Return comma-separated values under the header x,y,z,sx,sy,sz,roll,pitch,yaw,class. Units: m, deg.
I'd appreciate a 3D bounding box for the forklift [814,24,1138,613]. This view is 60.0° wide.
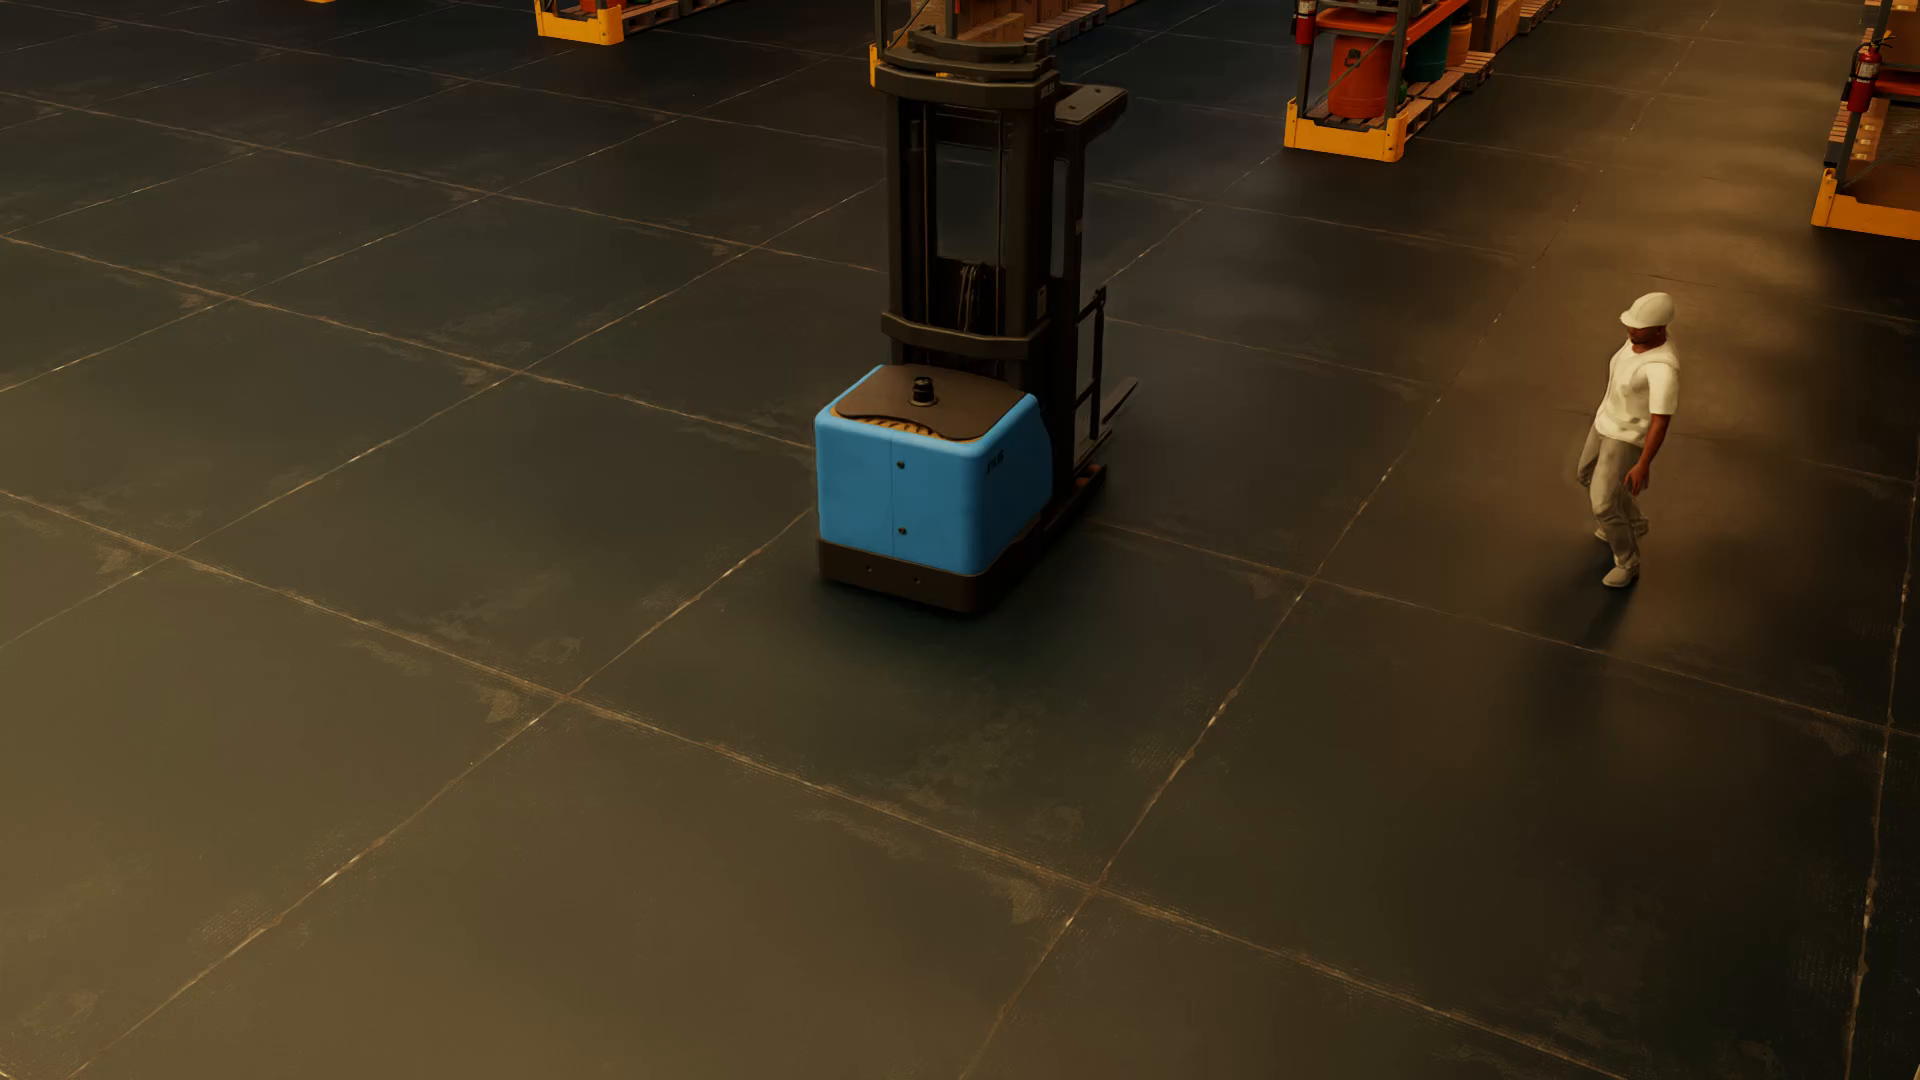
x,y,z,sx,sy,sz,roll,pitch,yaw,class
0.277,-1.580,9.809,1.130,2.935,3.031,13,33,22,forklift

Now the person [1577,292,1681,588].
x,y,z,sx,sy,sz,roll,pitch,yaw,class
3.849,-0.660,9.464,0.486,1.684,0.926,5,30,9,person
